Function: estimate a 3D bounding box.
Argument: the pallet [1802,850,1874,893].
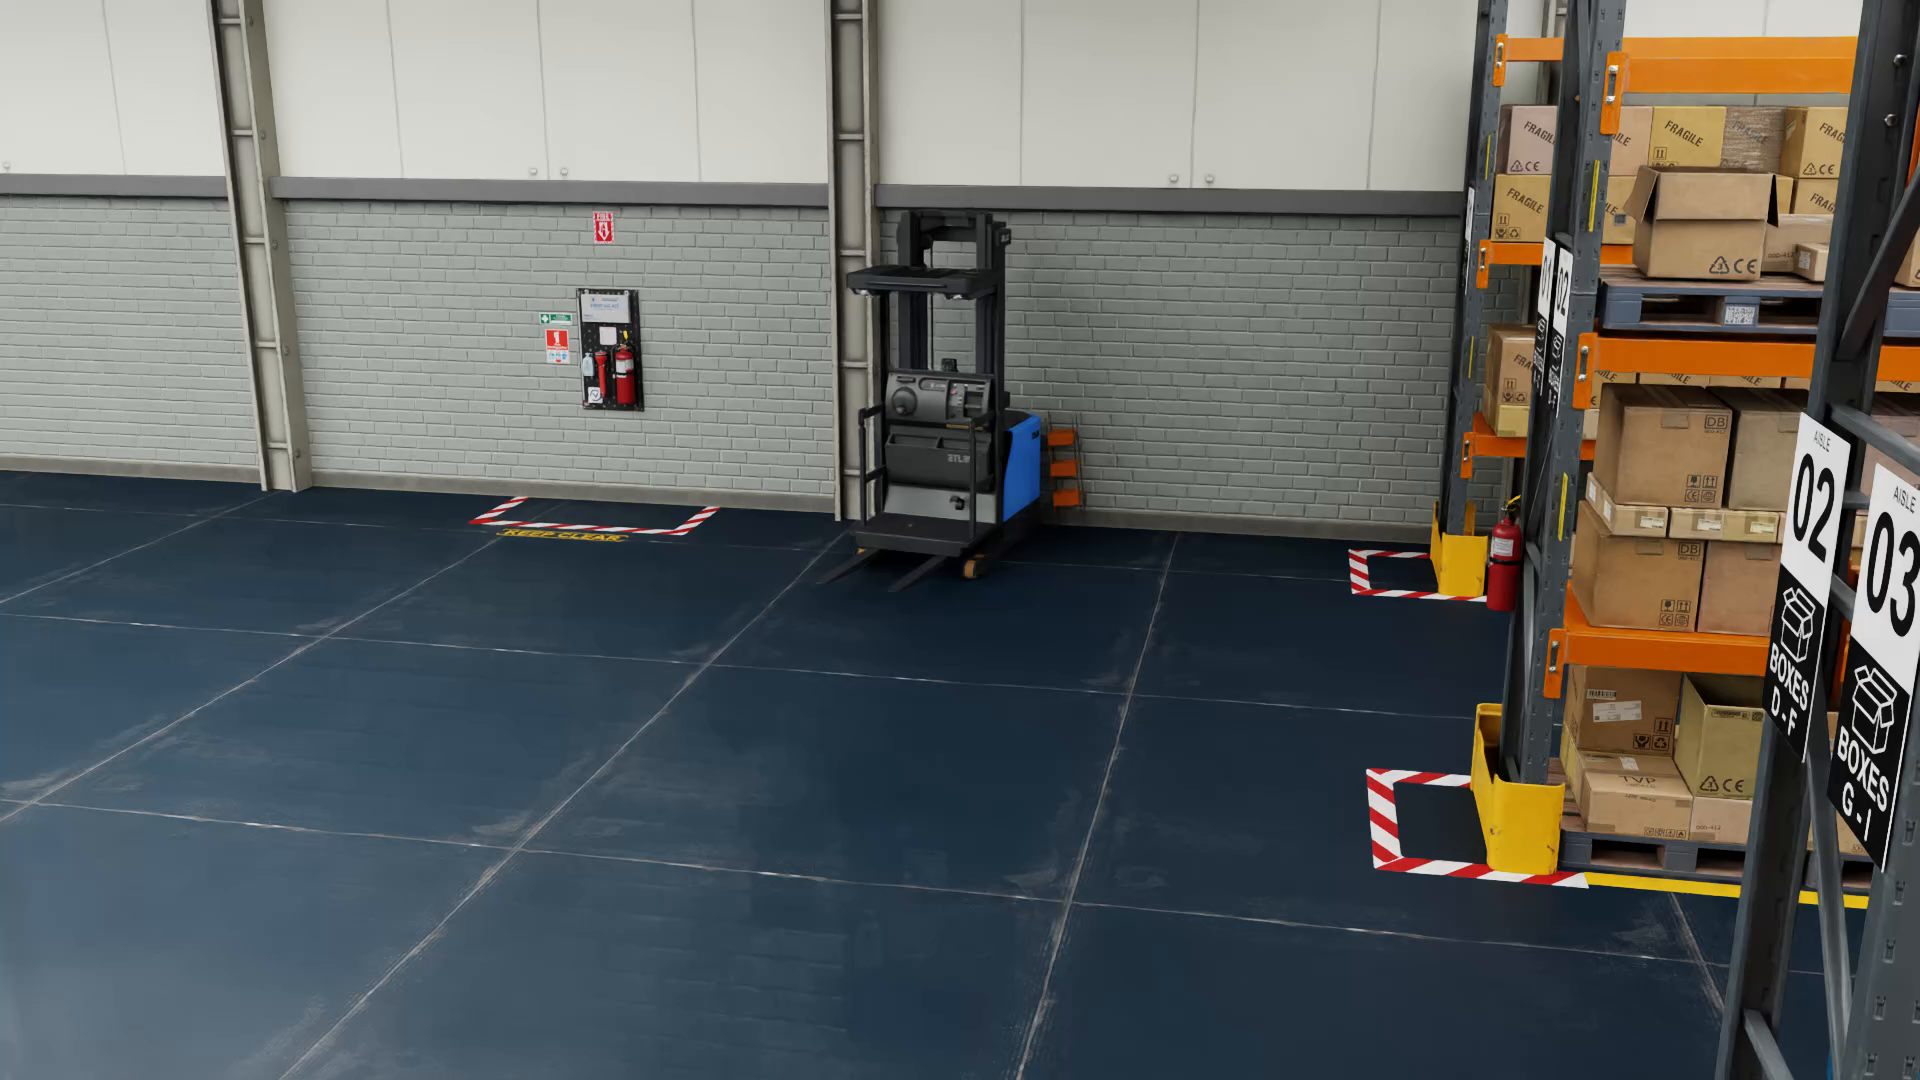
[{"bbox_3d":[5.035,1.587,8.869,1.213,0.211,1.003,3,16,11],"label":"pallet"}]

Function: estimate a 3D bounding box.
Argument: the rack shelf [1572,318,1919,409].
[{"bbox_3d":[5.045,-0.845,8.152,4.000,0.370,1.077,3,16,11],"label":"rack shelf"}]

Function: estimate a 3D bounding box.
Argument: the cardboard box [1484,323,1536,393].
[{"bbox_3d":[4.573,-1.478,13.547,0.500,0.500,0.500,3,16,10],"label":"cardboard box"}]

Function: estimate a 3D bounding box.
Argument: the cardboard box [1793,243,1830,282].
[{"bbox_3d":[4.203,-1.338,8.006,0.250,0.149,0.380,3,16,11],"label":"cardboard box"}]

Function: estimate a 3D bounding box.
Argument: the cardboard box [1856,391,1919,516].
[{"bbox_3d":[4.602,-0.442,8.350,0.500,0.500,0.700,3,16,11],"label":"cardboard box"}]

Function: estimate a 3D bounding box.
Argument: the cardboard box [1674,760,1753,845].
[{"bbox_3d":[4.057,1.383,8.746,0.500,0.250,0.500,3,16,11],"label":"cardboard box"}]

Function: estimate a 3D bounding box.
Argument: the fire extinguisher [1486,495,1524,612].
[{"bbox_3d":[3.062,0.057,9.312,0.183,0.674,0.296,3,16,11],"label":"fire extinguisher"}]

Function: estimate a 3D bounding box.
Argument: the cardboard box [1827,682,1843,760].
[{"bbox_3d":[4.549,1.045,8.560,0.500,0.500,0.500,3,16,11],"label":"cardboard box"}]

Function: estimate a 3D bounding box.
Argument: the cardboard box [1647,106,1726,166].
[{"bbox_3d":[5.384,-2.986,12.434,0.500,0.500,0.500,4,16,13],"label":"cardboard box"}]

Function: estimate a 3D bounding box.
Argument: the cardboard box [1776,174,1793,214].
[{"bbox_3d":[5.904,-2.481,12.487,0.500,0.500,0.500,4,16,15],"label":"cardboard box"}]

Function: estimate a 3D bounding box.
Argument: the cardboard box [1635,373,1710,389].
[{"bbox_3d":[5.464,-1.285,12.852,0.500,0.500,0.500,3,16,9],"label":"cardboard box"}]

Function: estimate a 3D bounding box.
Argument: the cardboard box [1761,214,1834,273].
[{"bbox_3d":[4.266,-1.503,8.413,0.500,0.250,0.500,3,16,11],"label":"cardboard box"}]

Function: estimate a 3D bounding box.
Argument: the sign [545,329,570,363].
[{"bbox_3d":[-3.888,-1.872,16.063,0.234,0.329,0.001,3,16,11],"label":"sign"}]

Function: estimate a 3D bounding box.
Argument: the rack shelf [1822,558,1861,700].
[{"bbox_3d":[4.054,0.451,3.475,4.000,0.370,1.077,3,16,11],"label":"rack shelf"}]

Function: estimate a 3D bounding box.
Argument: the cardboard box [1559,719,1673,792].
[{"bbox_3d":[3.669,1.221,9.327,0.500,0.250,0.500,3,16,11],"label":"cardboard box"}]

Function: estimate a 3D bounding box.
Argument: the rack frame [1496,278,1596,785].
[{"bbox_3d":[3.085,0.148,8.840,0.127,3.000,1.000,3,16,11],"label":"rack frame"}]

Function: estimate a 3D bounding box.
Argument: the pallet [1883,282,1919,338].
[{"bbox_3d":[4.972,-1.147,8.059,1.213,0.211,1.003,3,16,11],"label":"pallet"}]

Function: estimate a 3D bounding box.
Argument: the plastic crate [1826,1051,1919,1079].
[{"bbox_3d":[2.644,1.463,4.370,0.616,0.251,0.499,3,16,11],"label":"plastic crate"}]

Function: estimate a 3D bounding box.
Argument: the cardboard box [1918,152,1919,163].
[{"bbox_3d":[6.901,-2.903,12.137,0.500,0.500,0.500,4,16,14],"label":"cardboard box"}]

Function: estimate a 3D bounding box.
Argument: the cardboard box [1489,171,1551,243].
[{"bbox_3d":[4.346,-2.569,12.803,0.500,0.500,0.500,4,16,13],"label":"cardboard box"}]

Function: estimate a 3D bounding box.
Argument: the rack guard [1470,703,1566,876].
[{"bbox_3d":[3.062,1.351,9.179,0.348,0.500,1.175,3,16,11],"label":"rack guard"}]

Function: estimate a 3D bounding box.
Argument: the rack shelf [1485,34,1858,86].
[{"bbox_3d":[6.028,-3.585,12.431,4.000,0.370,1.077,3,16,11],"label":"rack shelf"}]

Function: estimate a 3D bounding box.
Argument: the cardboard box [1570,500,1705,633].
[{"bbox_3d":[3.540,0.128,8.725,0.500,0.500,0.700,3,16,11],"label":"cardboard box"}]

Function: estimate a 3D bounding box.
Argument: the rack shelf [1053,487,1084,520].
[{"bbox_3d":[1.001,-0.341,15.289,0.240,0.259,0.215,-2,14,16],"label":"rack shelf"}]

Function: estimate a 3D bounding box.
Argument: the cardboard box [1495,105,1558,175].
[{"bbox_3d":[4.398,-3.050,12.666,0.500,0.500,0.500,2,16,7],"label":"cardboard box"}]

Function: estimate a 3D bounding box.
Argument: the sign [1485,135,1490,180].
[{"bbox_3d":[3.961,-2.873,12.490,0.005,0.325,0.100,3,16,11],"label":"sign"}]

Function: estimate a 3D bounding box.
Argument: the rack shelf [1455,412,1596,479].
[{"bbox_3d":[6.028,-0.695,13.231,4.000,0.370,1.077,3,16,11],"label":"rack shelf"}]

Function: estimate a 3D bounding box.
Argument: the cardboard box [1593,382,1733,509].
[{"bbox_3d":[3.592,-0.495,8.542,0.500,0.500,0.700,3,16,11],"label":"cardboard box"}]

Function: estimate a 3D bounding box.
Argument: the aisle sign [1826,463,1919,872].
[{"bbox_3d":[1.965,0.263,3.553,0.004,0.787,0.394,3,16,11],"label":"aisle sign"}]

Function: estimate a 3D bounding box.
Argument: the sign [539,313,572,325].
[{"bbox_3d":[-3.885,-2.125,15.983,0.331,0.109,0.001,3,16,11],"label":"sign"}]

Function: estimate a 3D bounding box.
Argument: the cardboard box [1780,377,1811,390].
[{"bbox_3d":[6.482,-1.233,12.664,0.500,0.500,0.500,3,16,9],"label":"cardboard box"}]

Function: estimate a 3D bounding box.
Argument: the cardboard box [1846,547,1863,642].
[{"bbox_3d":[4.541,0.182,8.528,0.500,0.500,0.700,3,16,11],"label":"cardboard box"}]

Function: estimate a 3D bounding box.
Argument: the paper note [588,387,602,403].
[{"bbox_3d":[-3.527,-1.401,16.081,0.142,0.148,0.016,3,16,11],"label":"paper note"}]

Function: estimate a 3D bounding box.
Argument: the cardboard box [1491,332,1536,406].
[{"bbox_3d":[4.477,-1.343,13.061,0.500,0.500,0.500,3,16,11],"label":"cardboard box"}]

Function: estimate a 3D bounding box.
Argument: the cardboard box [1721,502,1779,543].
[{"bbox_3d":[3.930,-0.109,8.364,0.250,0.149,0.380,3,16,11],"label":"cardboard box"}]

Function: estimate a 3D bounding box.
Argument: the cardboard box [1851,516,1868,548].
[{"bbox_3d":[4.439,-0.082,8.265,0.250,0.149,0.380,3,16,9],"label":"cardboard box"}]

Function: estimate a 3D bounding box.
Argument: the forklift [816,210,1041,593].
[{"bbox_3d":[-0.260,-1.207,13.860,1.130,2.935,3.031,6,17,20],"label":"forklift"}]

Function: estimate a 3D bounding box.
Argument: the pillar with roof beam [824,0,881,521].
[{"bbox_3d":[-1.811,-3.422,10.488,0.400,9.000,9.100,3,16,11],"label":"pillar with roof beam"}]

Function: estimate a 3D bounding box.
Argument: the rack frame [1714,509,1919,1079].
[{"bbox_3d":[2.094,1.443,4.163,0.127,3.000,1.000,3,16,11],"label":"rack frame"}]

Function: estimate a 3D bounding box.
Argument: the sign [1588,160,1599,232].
[{"bbox_3d":[2.969,-1.613,7.790,0.005,0.325,0.100,3,16,11],"label":"sign"}]

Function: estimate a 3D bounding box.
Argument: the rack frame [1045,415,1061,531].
[{"bbox_3d":[0.854,-0.615,15.254,0.008,1.050,0.200,-2,14,16],"label":"rack frame"}]

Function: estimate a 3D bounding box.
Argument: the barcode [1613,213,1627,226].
[{"bbox_3d":[3.477,-1.688,8.760,0.075,0.075,0.001,3,16,11],"label":"barcode"}]

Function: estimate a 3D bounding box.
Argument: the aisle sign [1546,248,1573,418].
[{"bbox_3d":[2.960,-1.029,8.217,0.004,0.787,0.394,3,16,11],"label":"aisle sign"}]

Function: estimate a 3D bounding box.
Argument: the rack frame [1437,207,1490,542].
[{"bbox_3d":[4.069,-1.149,13.519,0.127,3.000,1.000,3,16,11],"label":"rack frame"}]

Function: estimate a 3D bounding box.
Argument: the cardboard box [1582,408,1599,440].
[{"bbox_3d":[4.995,-0.953,13.057,0.500,0.250,0.500,3,16,9],"label":"cardboard box"}]

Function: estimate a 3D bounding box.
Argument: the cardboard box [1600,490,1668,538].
[{"bbox_3d":[3.427,-0.136,8.462,0.250,0.149,0.380,3,16,11],"label":"cardboard box"}]

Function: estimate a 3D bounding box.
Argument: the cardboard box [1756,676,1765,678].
[{"bbox_3d":[4.653,0.909,9.051,0.500,0.500,0.500,3,16,11],"label":"cardboard box"}]

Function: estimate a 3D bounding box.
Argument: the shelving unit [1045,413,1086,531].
[{"bbox_3d":[0.971,-0.620,15.221,0.252,1.050,0.215,-2,14,16],"label":"shelving unit"}]
